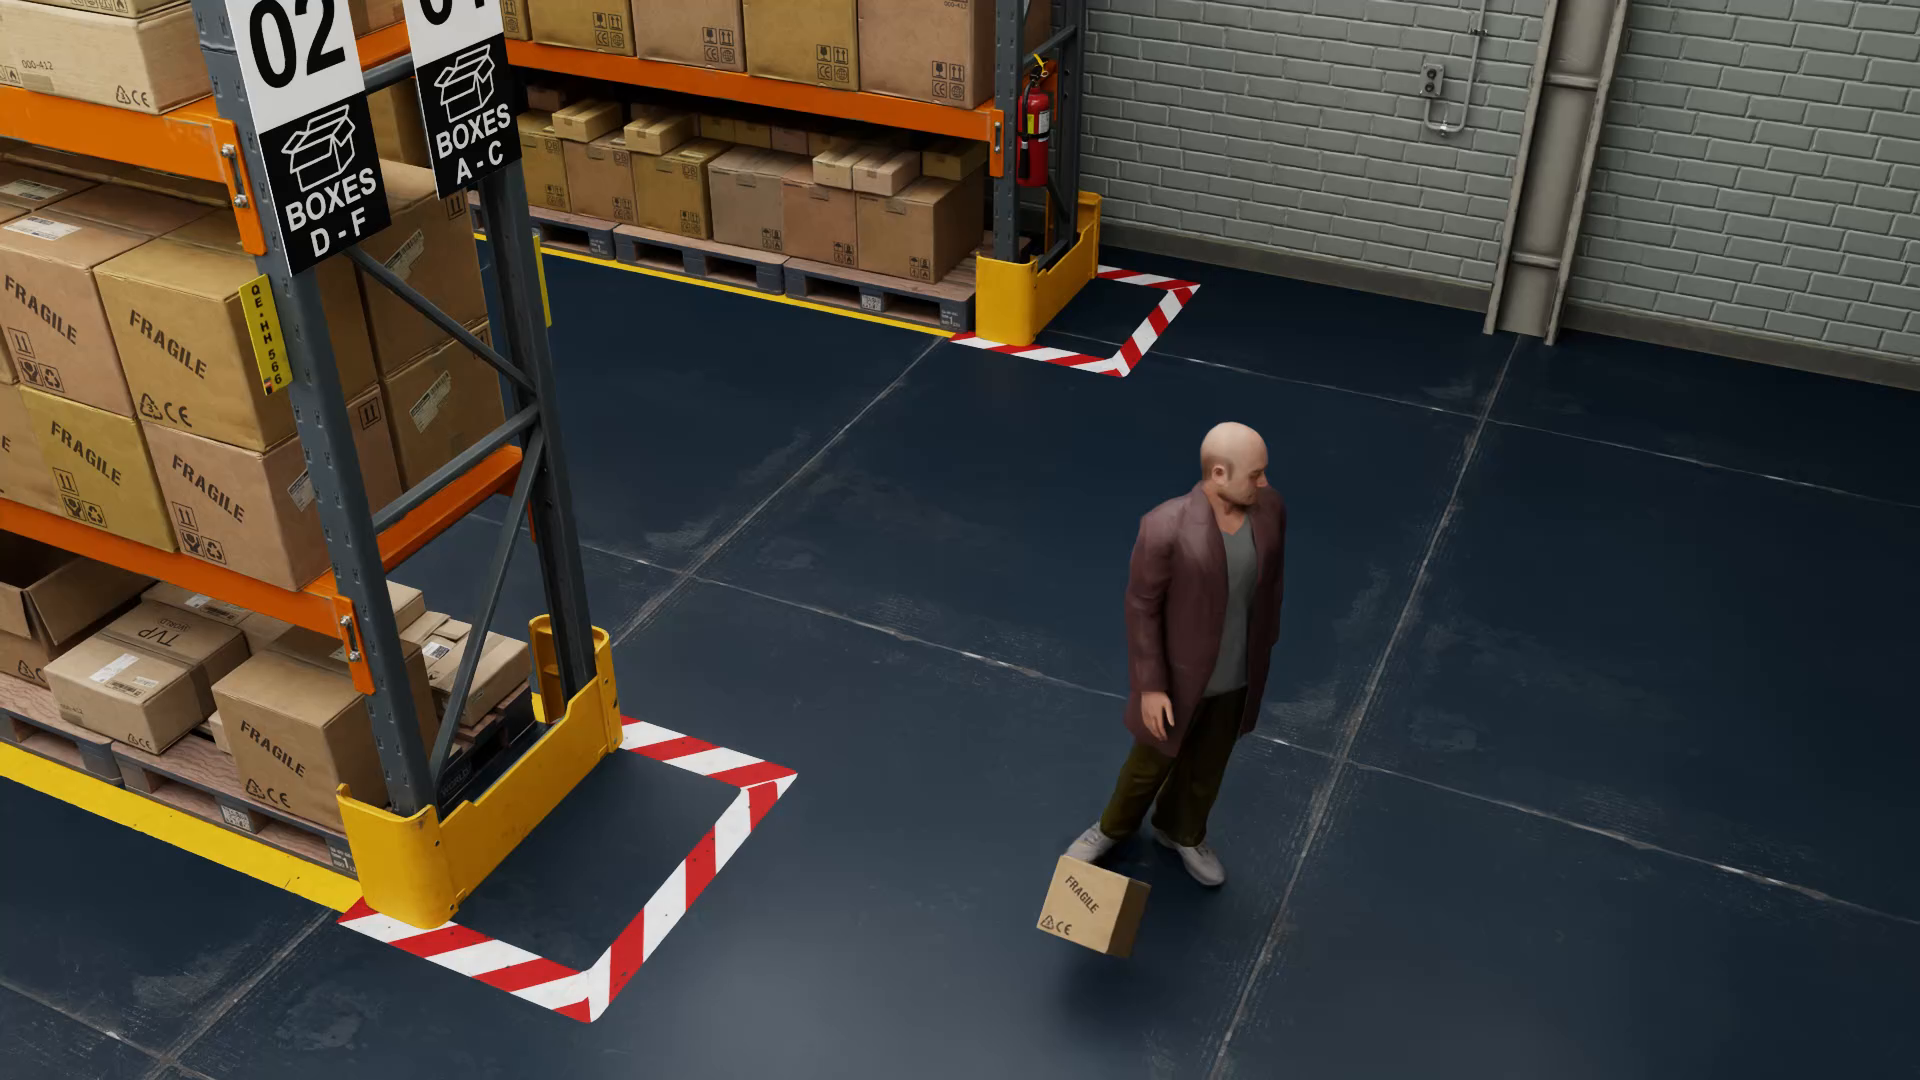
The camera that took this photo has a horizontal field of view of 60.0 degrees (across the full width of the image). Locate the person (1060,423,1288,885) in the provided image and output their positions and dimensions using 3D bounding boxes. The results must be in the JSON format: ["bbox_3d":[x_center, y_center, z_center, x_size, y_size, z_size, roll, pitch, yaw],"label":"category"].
[{"bbox_3d":[0.740,0.411,5.492,0.739,1.772,0.471,-14,36,-20],"label":"person"}]
